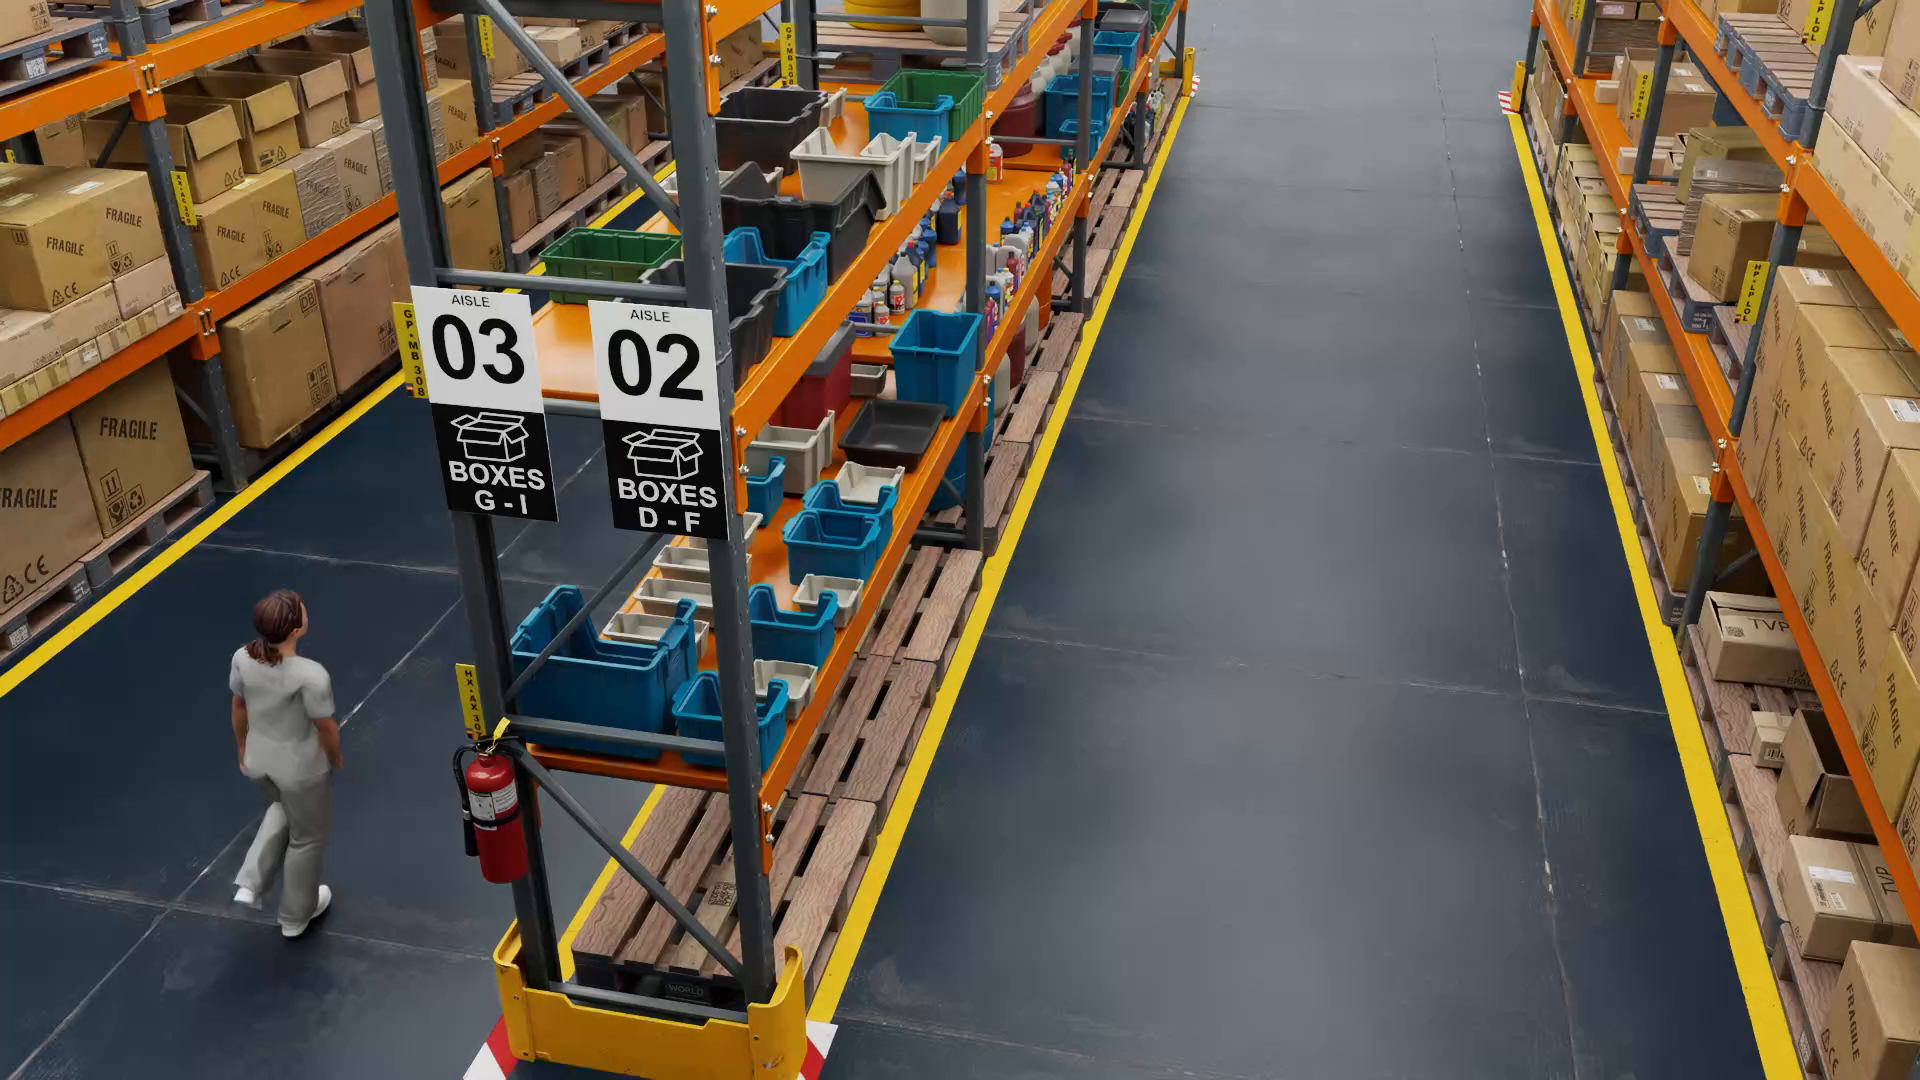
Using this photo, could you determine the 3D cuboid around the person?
[{"bbox_3d":[-2.826,0.932,6.899,0.616,1.644,0.460,10,31,18],"label":"person"}]
